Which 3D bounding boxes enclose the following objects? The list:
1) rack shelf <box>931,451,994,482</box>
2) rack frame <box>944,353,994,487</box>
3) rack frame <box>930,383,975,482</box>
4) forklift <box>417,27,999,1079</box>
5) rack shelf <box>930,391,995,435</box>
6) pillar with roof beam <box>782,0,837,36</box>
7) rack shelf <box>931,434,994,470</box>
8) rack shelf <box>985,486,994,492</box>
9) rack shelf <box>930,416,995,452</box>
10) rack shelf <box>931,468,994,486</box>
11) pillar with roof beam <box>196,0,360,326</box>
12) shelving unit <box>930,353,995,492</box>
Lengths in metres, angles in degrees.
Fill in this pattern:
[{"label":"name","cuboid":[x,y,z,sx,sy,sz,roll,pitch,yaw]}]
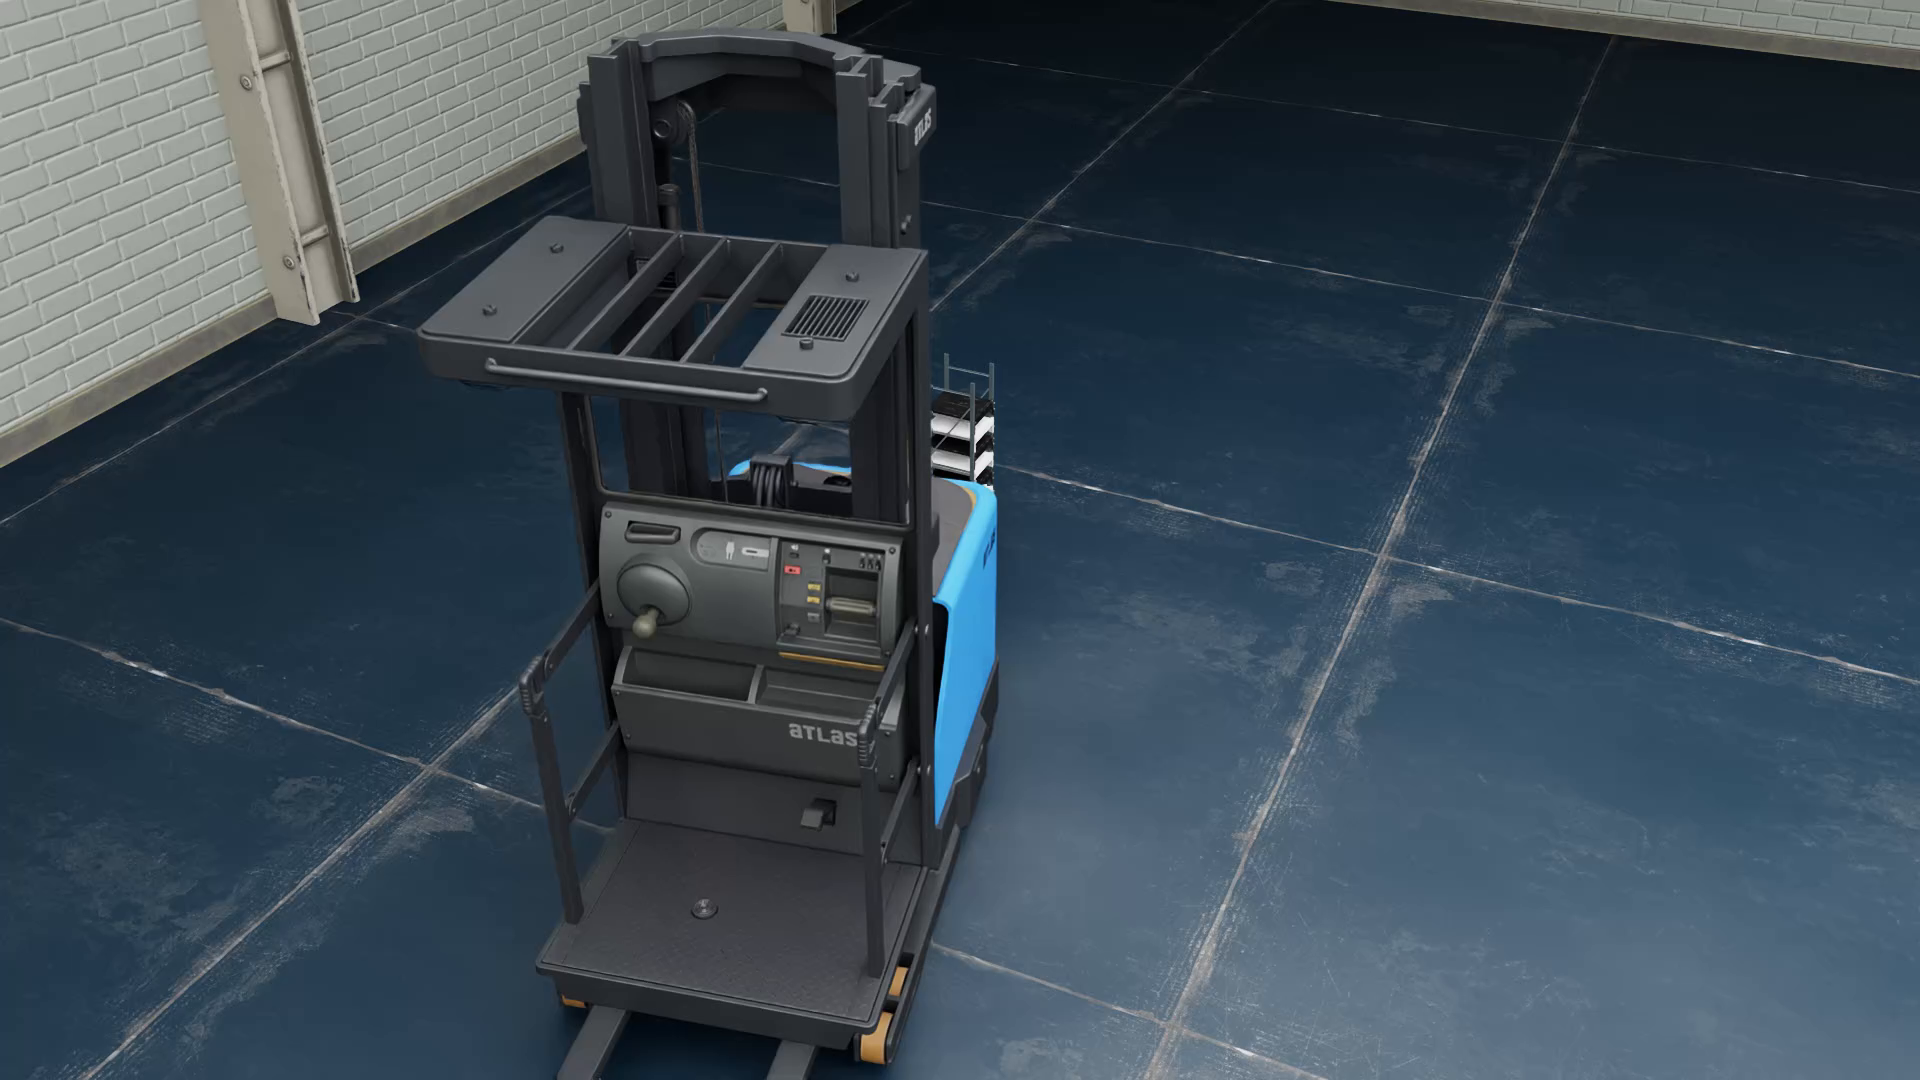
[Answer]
[{"label":"rack shelf","cuboid":[-0.003,-0.344,7.515,0.258,0.077,0.200,14,36,20]},{"label":"rack frame","cuboid":[0.039,-0.423,7.574,0.240,0.900,0.006,14,36,20]},{"label":"rack frame","cuboid":[-0.046,-0.322,7.420,0.240,0.900,0.006,14,36,20]},{"label":"forklift","cuboid":[-0.678,0.192,4.785,1.130,2.935,3.031,7,34,11]},{"label":"rack shelf","cuboid":[-0.003,-0.570,7.367,0.258,0.077,0.200,14,36,20]},{"label":"pillar with roof beam","cuboid":[2.616,-7.140,10.432,9.100,9.000,0.400,14,36,20]},{"label":"rack shelf","cuboid":[-0.003,-0.420,7.466,0.258,0.077,0.200,14,36,20]},{"label":"rack shelf","cuboid":[-0.003,-0.194,7.614,0.258,0.077,0.200,14,36,20]},{"label":"rack shelf","cuboid":[-0.003,-0.495,7.417,0.258,0.077,0.200,14,36,20]},{"label":"rack shelf","cuboid":[-0.003,-0.269,7.565,0.258,0.077,0.200,14,36,20]},{"label":"pillar with roof beam","cuboid":[0.106,-4.152,5.875,9.100,9.000,0.400,14,36,20]},{"label":"shelving unit","cuboid":[-0.003,-0.372,7.497,0.258,0.900,0.210,14,36,20]}]
